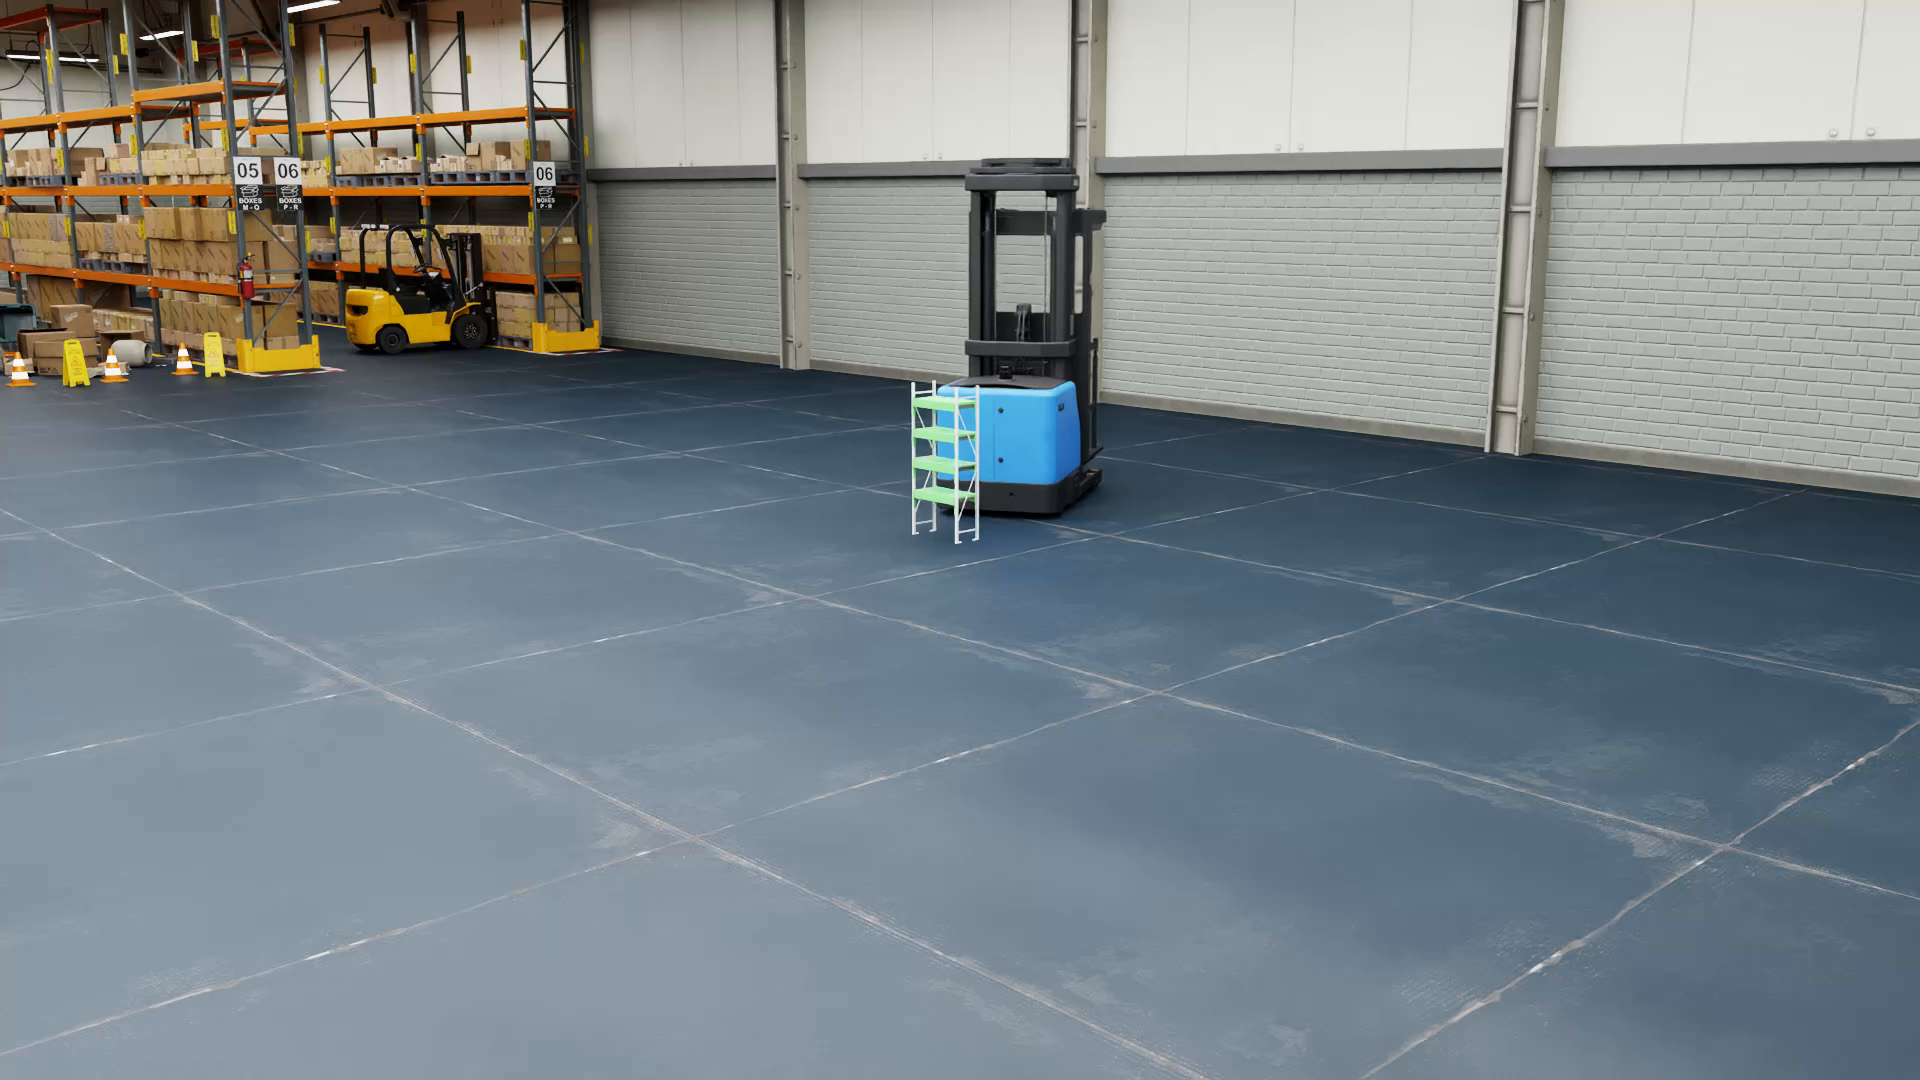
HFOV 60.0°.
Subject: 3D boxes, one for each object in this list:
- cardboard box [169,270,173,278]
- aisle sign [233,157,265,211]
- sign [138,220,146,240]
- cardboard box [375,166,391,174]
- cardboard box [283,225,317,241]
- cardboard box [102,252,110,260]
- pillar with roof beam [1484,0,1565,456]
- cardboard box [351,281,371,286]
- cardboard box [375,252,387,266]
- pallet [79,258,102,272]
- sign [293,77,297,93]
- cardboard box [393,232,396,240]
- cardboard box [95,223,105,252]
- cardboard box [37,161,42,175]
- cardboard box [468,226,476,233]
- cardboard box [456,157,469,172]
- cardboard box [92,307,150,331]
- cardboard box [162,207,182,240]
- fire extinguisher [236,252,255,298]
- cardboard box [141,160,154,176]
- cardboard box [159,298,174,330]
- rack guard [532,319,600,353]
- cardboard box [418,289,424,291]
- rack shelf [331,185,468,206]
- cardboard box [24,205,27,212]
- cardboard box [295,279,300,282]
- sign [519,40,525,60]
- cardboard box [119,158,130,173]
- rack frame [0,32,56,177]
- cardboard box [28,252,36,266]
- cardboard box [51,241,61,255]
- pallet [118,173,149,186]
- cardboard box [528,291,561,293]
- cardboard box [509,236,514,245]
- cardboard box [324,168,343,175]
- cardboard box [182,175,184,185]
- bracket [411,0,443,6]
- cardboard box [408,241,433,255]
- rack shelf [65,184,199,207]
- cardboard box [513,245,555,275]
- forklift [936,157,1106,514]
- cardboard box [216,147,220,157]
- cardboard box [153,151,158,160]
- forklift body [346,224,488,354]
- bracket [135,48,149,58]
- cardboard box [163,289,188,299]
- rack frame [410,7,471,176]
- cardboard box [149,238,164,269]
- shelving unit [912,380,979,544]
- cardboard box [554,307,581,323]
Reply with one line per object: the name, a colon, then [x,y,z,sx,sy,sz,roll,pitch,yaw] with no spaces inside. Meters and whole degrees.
cardboard box: [-12.817,-4.401,27.460,0.380,0.149,0.250,-11,16,-43]
aisle sign: [-10.625,-5.318,24.850,0.394,0.787,0.004,-11,16,-43]
sign: [-13.619,-5.168,27.691,0.100,0.325,0.005,-11,16,-43]
cardboard box: [-11.144,-7.202,32.336,0.380,0.149,0.250,-11,16,-43]
cardboard box: [-14.086,-6.501,35.744,0.700,0.500,0.500,-11,16,-43]
cardboard box: [-15.168,-5.112,29.871,0.380,0.149,0.250,-10,15,-39]
pillar with roof beam: [2.617,-4.725,13.547,9.100,9.000,0.400,-11,16,-43]
cardboard box: [-12.694,-5.416,35.310,0.380,0.149,0.250,-10,15,-41]
cardboard box: [-11.204,-5.558,32.826,0.500,0.250,0.500,-10,15,-41]
pallet: [-15.413,-5.079,30.606,1.213,0.211,1.003,-11,16,-43]
sign: [-14.760,-10.090,36.877,0.100,0.325,0.005,-11,16,-43]
cardboard box: [-10.765,-5.901,32.266,0.250,0.149,0.380,11,16,44]
cardboard box: [-15.103,-5.413,29.725,0.500,0.500,0.500,-11,16,-42]
cardboard box: [-17.187,-7.023,31.427,0.258,0.266,0.396,11,16,44]
cardboard box: [-8.680,-5.618,30.155,0.380,0.149,0.250,-11,16,-43]
cardboard box: [-8.827,-6.770,29.947,0.258,0.266,0.396,11,16,44]
cardboard box: [-15.600,-4.097,30.835,0.625,0.372,0.950,10,16,41]
cardboard box: [-12.409,-5.114,26.836,0.700,0.500,0.500,-11,16,-44]
fire extinguisher: [-10.712,-3.976,24.967,0.296,0.674,0.183,-11,16,-43]
cardboard box: [-13.114,-6.117,27.371,0.500,0.250,0.500,-11,16,-44]
cardboard box: [-13.008,-3.781,27.745,0.500,0.500,0.500,-10,15,-40]
rack guard: [-6.854,-3.559,28.947,1.175,0.500,0.348,-11,16,-43]
cardboard box: [-10.532,-4.602,32.660,0.875,0.625,0.625,-11,16,-43]
rack shelf: [-11.014,-6.779,32.732,1.077,0.370,4.000,-11,16,-43]
cardboard box: [-19.291,-6.757,33.939,0.380,0.149,0.250,-10,16,-41]
cardboard box: [-14.325,-5.603,36.218,0.380,0.149,0.250,-11,16,-43]
sign: [-7.273,-8.148,27.648,0.100,0.325,0.005,-11,16,-43]
cardboard box: [-14.074,-6.419,28.534,0.500,0.250,0.500,-11,16,-42]
rack frame: [-18.745,-8.784,33.247,1.000,3.000,0.127,-11,16,-43]
cardboard box: [-17.931,-5.519,32.638,0.500,0.250,0.500,-11,16,-43]
cardboard box: [-16.858,-5.543,31.516,0.500,0.250,0.500,11,16,44]
pallet: [-13.569,-6.161,28.411,1.213,0.211,1.003,-11,16,-43]
cardboard box: [-7.413,-4.304,29.666,0.500,0.250,0.500,-11,16,-42]
cardboard box: [-7.645,-5.245,29.079,0.380,0.149,0.250,-11,16,-42]
cardboard box: [-12.814,-7.564,34.140,0.380,0.149,0.250,-10,16,-41]
cardboard box: [-12.116,-5.719,26.427,0.380,0.149,0.250,-11,16,-42]
bracket: [-9.022,-10.102,30.726,0.076,0.066,4.783,-11,16,-43]
cardboard box: [-10.157,-5.578,31.685,0.500,0.250,0.500,-11,16,-44]
rack shelf: [-14.601,-6.087,29.372,1.077,0.370,4.000,-11,16,-43]
cardboard box: [-7.400,-4.871,28.873,0.500,0.500,0.500,-11,16,-44]
forklift: [0.679,-1.901,14.876,1.130,2.935,3.031,3,12,15]
cardboard box: [-11.055,-5.882,25.243,0.380,0.149,0.250,-11,16,-42]
cardboard box: [-12.862,-6.250,27.026,0.250,0.149,0.380,11,16,43]
forklift body: [-9.499,-4.394,28.907,2.313,2.155,1.214,-11,16,-43]
bracket: [-21.310,-12.699,43.330,0.235,0.232,0.430,-11,16,-43]
cardboard box: [-12.965,-4.072,27.550,0.380,0.149,0.250,-11,16,-42]
rack frame: [-9.633,-8.309,30.940,1.000,3.000,0.127,-11,16,-43]
cardboard box: [-13.118,-4.770,27.645,0.500,0.500,0.500,-11,16,-43]
shelving unit: [-0.114,-0.612,12.908,0.258,1.200,0.503,-11,16,-43]
cardboard box: [-7.045,-3.988,29.370,0.500,0.250,0.500,-11,16,-42]
